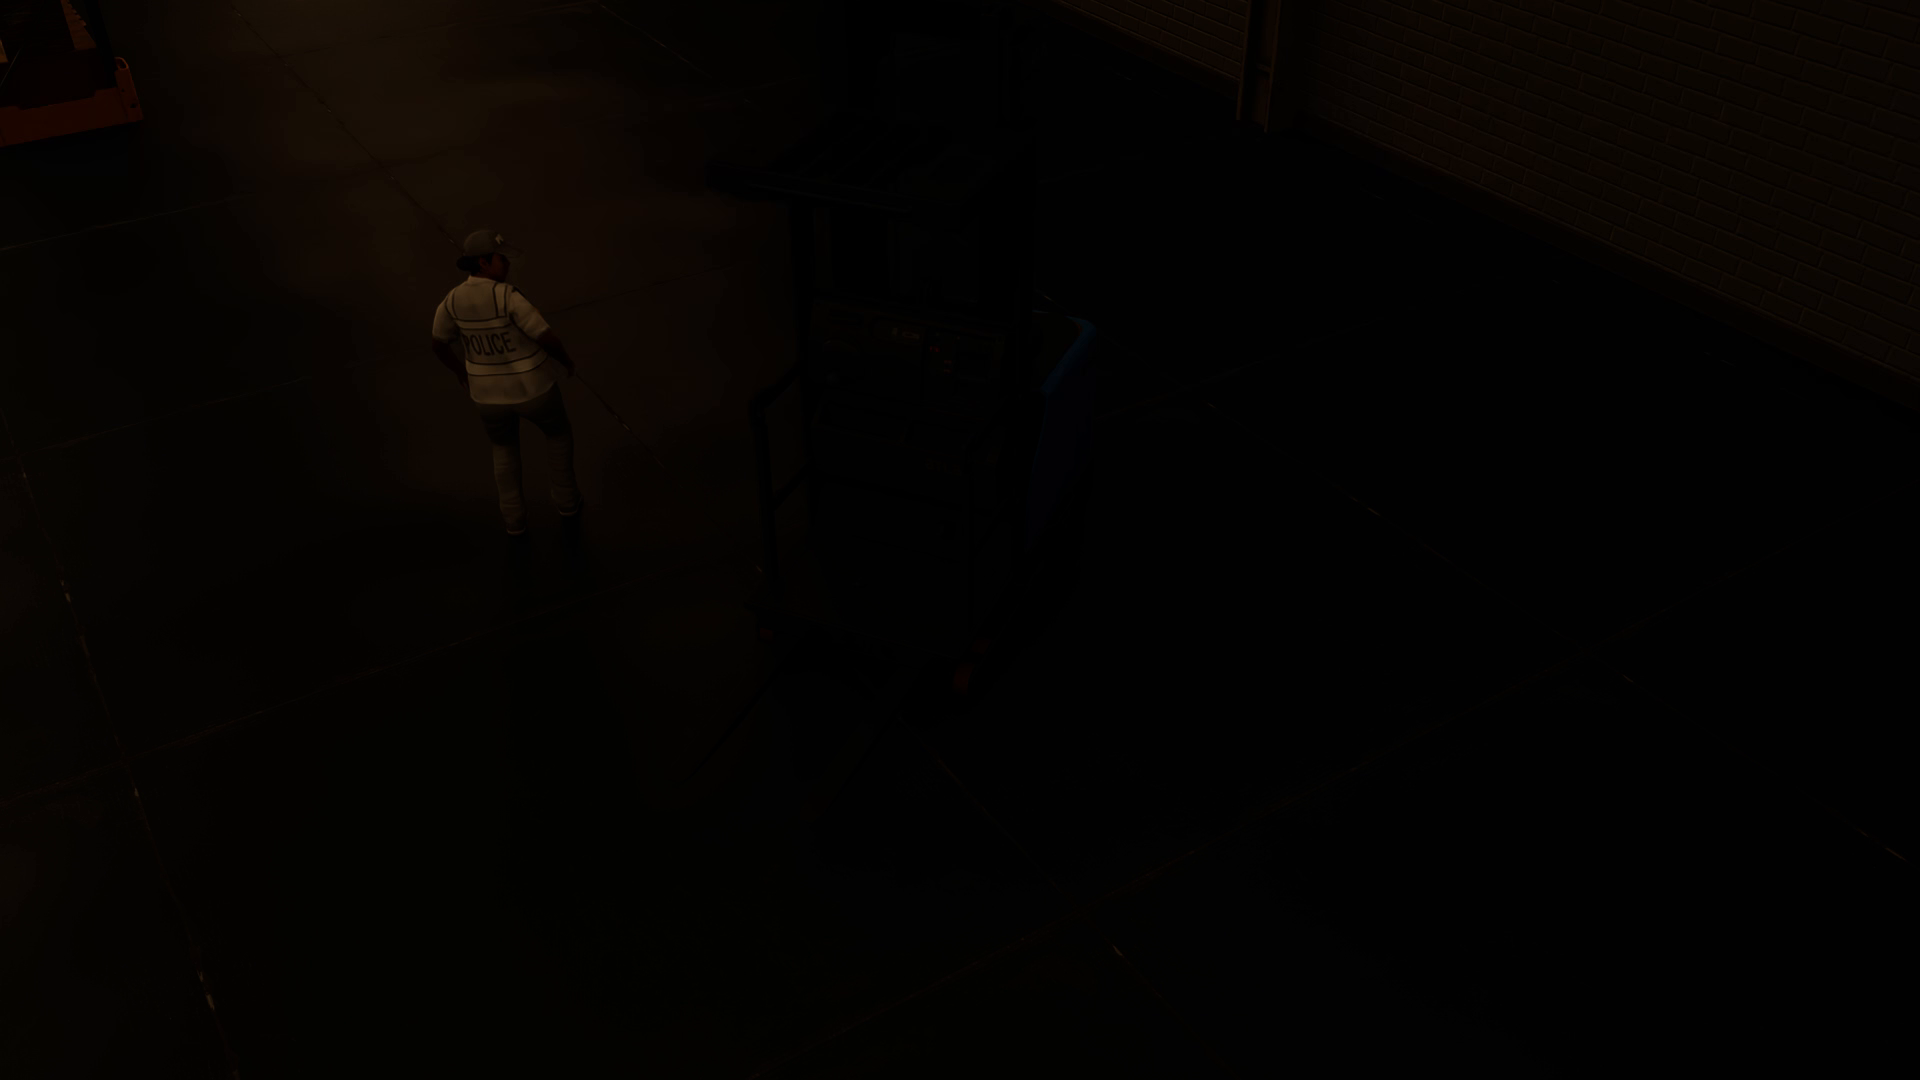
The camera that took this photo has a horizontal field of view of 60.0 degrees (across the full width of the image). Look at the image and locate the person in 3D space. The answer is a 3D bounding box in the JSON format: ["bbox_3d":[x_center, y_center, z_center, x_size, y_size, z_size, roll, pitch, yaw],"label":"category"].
[{"bbox_3d":[-2.283,-0.787,8.420,0.677,1.622,0.513,1,35,2],"label":"person"}]

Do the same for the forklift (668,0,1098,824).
[{"bbox_3d":[-0.322,-0.755,7.222,1.130,2.935,3.031,13,37,18],"label":"forklift"}]
